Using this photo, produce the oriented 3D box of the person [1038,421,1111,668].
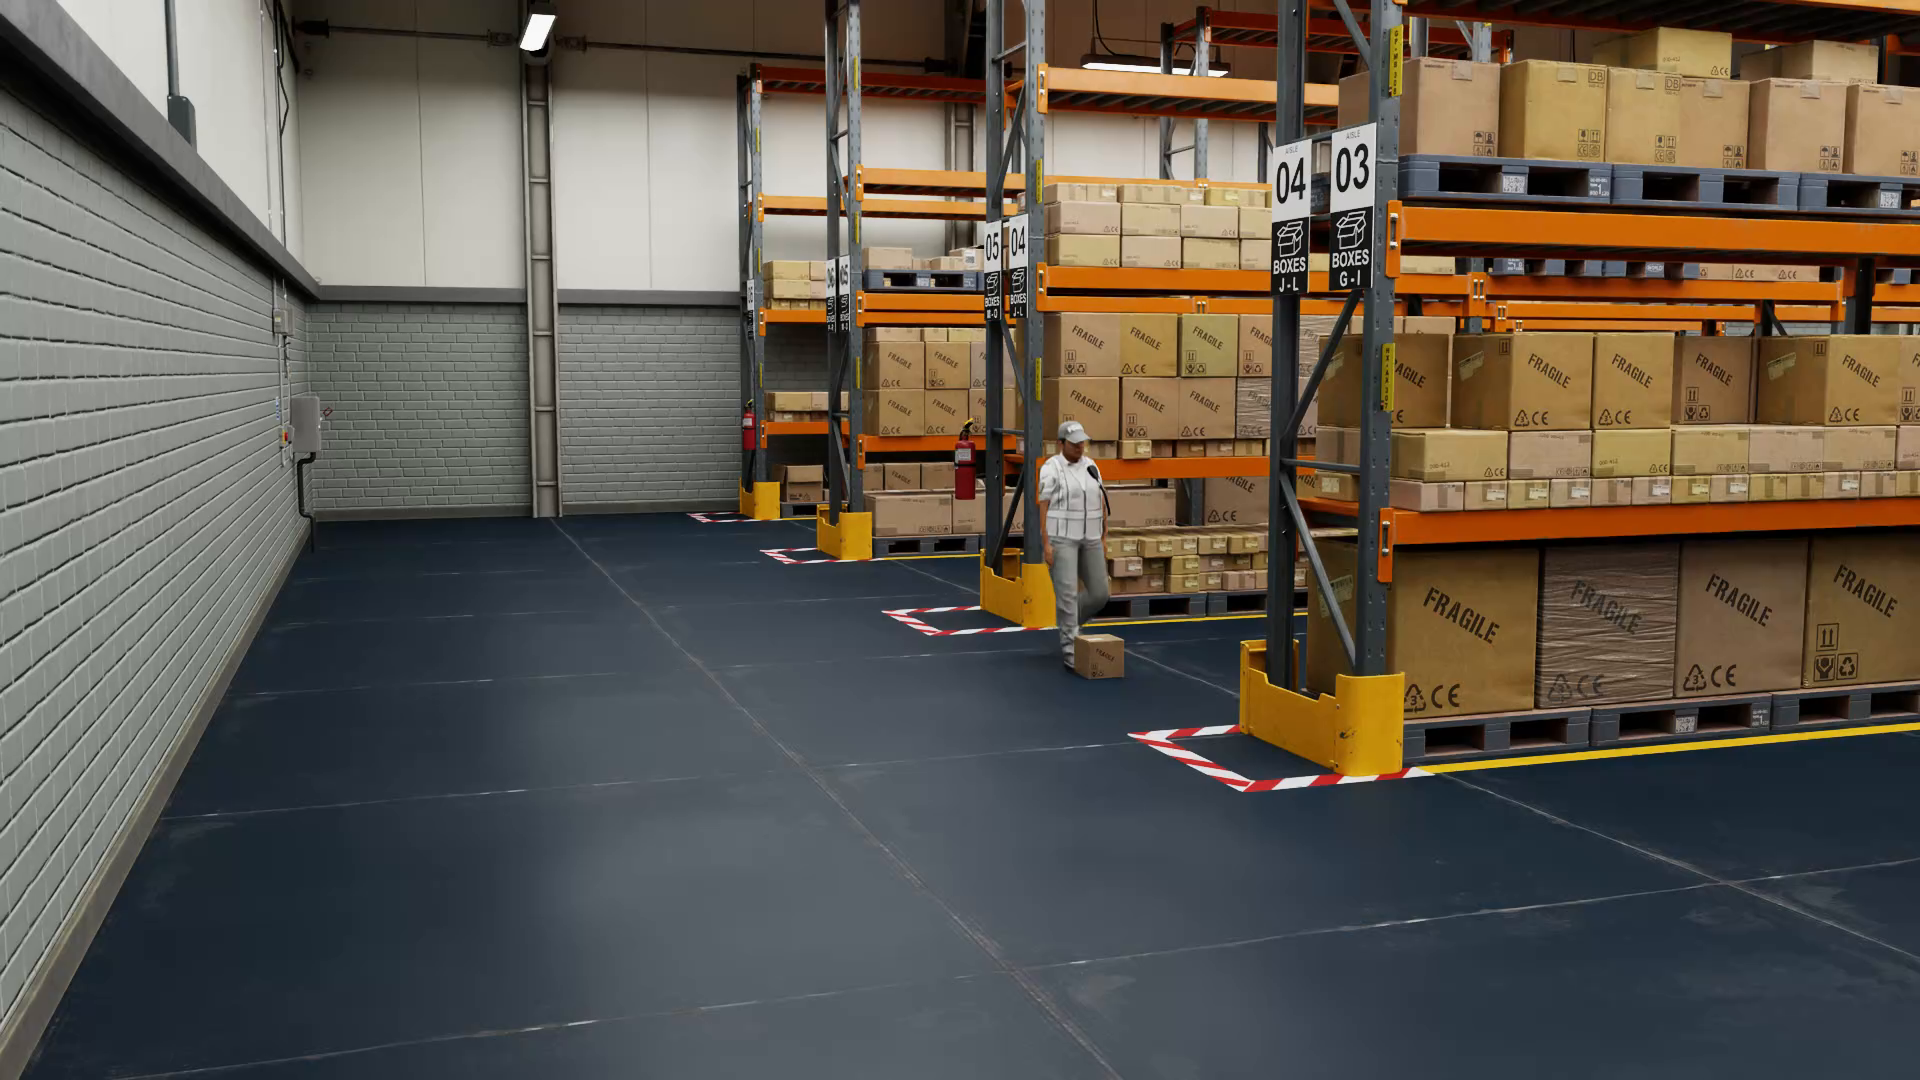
[{"bbox_3d":[0.782,0.010,11.342,0.503,1.644,0.739,-3,7,-26],"label":"person"}]
